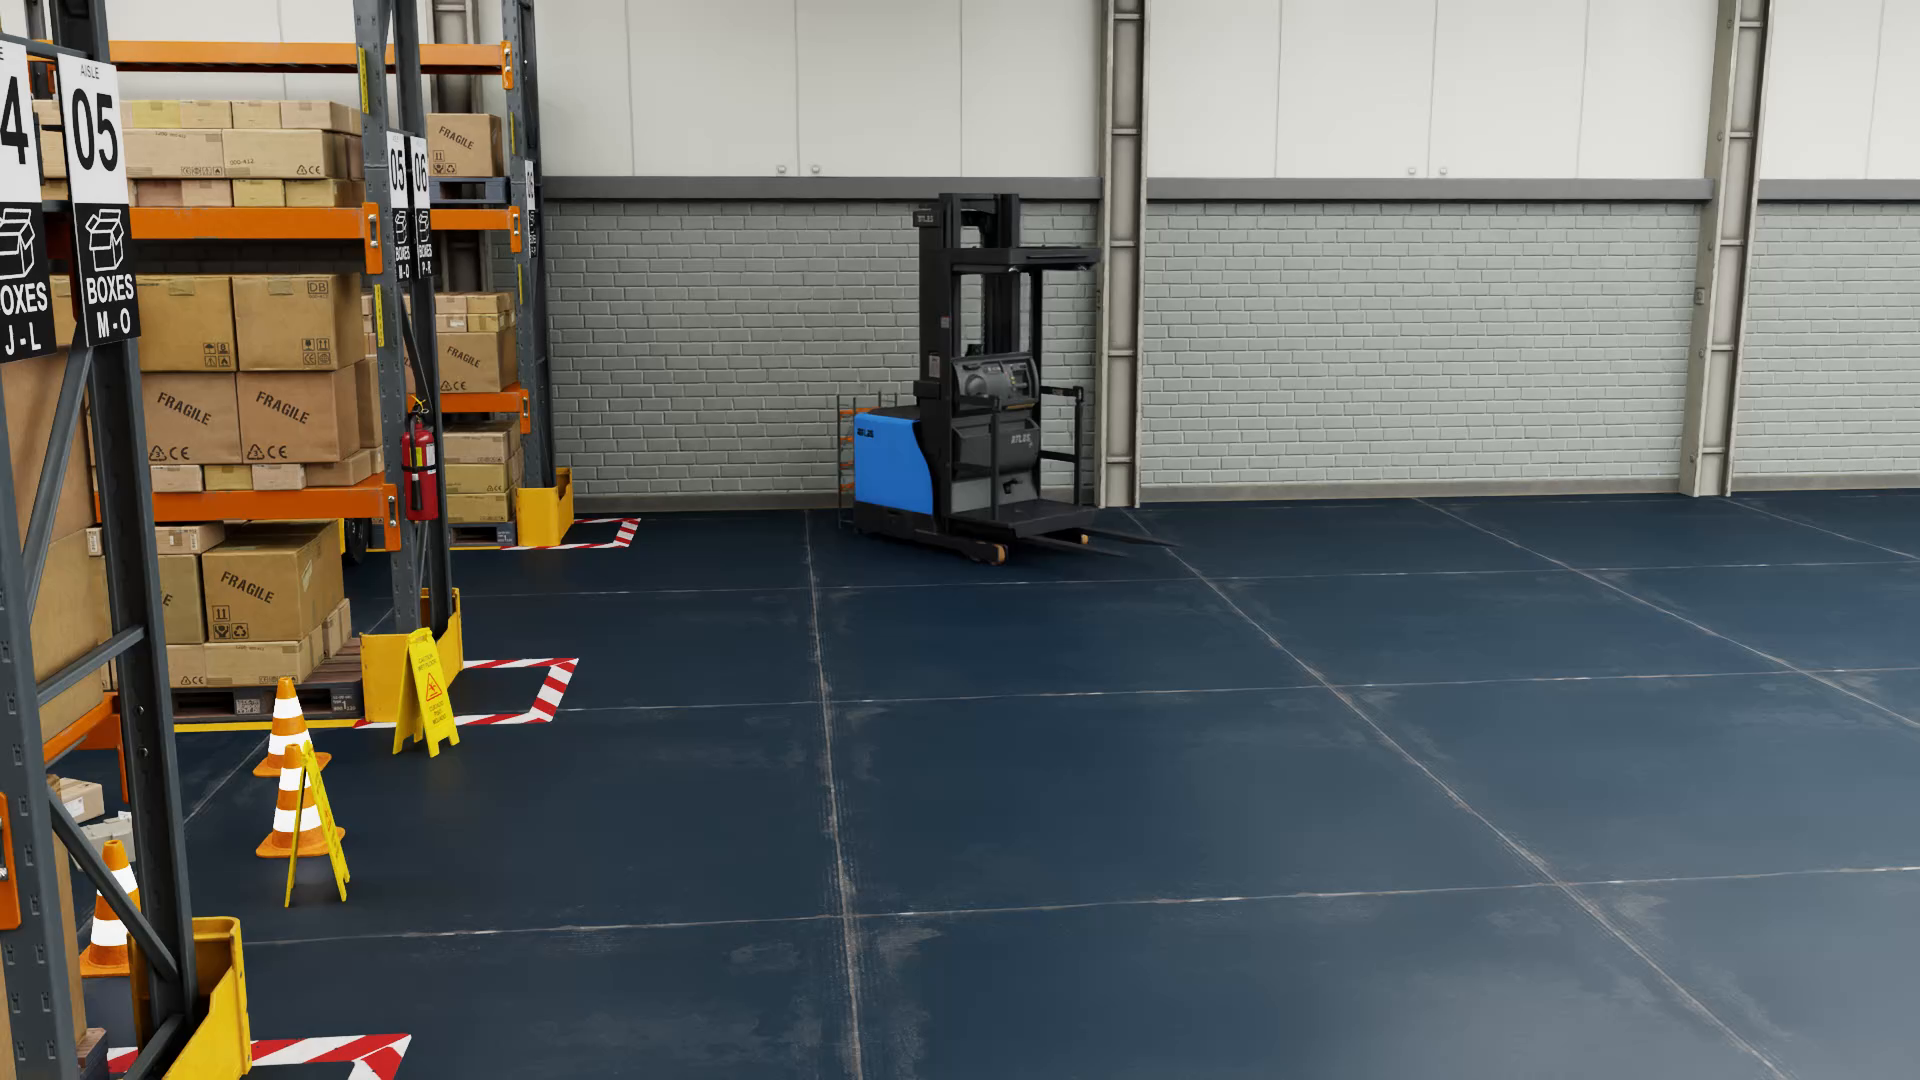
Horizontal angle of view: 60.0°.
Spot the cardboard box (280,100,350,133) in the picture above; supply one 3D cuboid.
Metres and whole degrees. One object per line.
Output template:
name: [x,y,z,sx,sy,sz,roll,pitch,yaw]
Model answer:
cardboard box: [-3.425,-2.250,8.846,0.250,0.149,0.380,-1,11,-6]

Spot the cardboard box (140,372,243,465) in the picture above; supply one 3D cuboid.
cardboard box: [-4.129,-0.695,9.098,0.500,0.500,0.500,-1,11,-6]

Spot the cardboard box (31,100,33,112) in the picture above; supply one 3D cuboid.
cardboard box: [-4.946,-2.212,8.650,0.250,0.149,0.380,-1,11,-5]

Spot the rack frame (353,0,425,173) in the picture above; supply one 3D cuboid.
rack frame: [-3.121,-3.518,8.933,0.127,3.000,1.000,-1,11,-6]

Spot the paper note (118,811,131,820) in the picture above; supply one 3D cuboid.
paper note: [-3.846,1.284,7.756,0.142,0.019,0.148,-5,12,-26]

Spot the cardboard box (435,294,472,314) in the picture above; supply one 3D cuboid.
cardboard box: [-4.236,-1.980,13.952,0.250,0.149,0.380,-1,11,-6]

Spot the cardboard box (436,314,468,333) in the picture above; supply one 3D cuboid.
cardboard box: [-4.226,-1.821,13.915,0.250,0.149,0.380,-1,11,-5]

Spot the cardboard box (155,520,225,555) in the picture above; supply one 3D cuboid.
cardboard box: [-4.247,-0.030,9.158,0.250,0.149,0.380,-1,11,-4]

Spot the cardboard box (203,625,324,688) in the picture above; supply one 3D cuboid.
cardboard box: [-3.920,0.638,9.386,0.500,0.250,0.500,-1,11,-6]

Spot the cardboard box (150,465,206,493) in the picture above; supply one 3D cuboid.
cardboard box: [-4.219,-0.363,9.089,0.250,0.149,0.380,-1,11,-5]

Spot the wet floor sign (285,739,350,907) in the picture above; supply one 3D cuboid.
wet floor sign: [-2.671,1.148,6.855,0.232,0.644,0.267,-3,12,-16]

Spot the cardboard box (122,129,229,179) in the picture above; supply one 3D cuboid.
cardboard box: [-4.103,-2.048,8.852,0.500,0.250,0.500,-1,11,-7]

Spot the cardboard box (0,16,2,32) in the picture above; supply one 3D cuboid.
cardboard box: [-2.994,-1.465,4.539,0.500,0.250,0.500,-1,11,-6]

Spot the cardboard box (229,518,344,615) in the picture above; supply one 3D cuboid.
cardboard box: [-3.976,0.166,9.845,0.500,0.500,0.500,-2,11,-8]

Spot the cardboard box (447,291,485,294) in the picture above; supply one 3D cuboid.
cardboard box: [-4.289,-2.080,14.458,0.250,0.149,0.380,-1,11,-4]

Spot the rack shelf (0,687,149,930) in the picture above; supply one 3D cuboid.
rack shelf: [-4.474,0.768,4.551,4.000,0.370,1.077,-1,11,-6]

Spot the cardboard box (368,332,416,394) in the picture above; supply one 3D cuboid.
cardboard box: [-4.639,-1.505,13.989,0.500,0.500,0.500,-1,11,-4]

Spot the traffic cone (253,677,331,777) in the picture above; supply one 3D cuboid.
traffic cone: [-3.409,0.927,8.452,0.334,0.463,0.336,-1,11,-6]

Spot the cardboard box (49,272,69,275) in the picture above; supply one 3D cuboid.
cardboard box: [-5.116,-1.184,8.991,0.500,0.500,0.700,-1,11,-6]

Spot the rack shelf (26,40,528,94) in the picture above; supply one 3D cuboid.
rack shelf: [-5.649,-3.879,13.670,4.000,0.370,1.077,-1,11,-6]

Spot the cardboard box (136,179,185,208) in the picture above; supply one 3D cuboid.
cardboard box: [-4.216,-1.858,8.921,0.250,0.149,0.380,-1,11,-6]

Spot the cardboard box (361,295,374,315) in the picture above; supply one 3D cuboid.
cardboard box: [-4.996,-1.952,13.808,0.250,0.149,0.380,-1,11,-5]

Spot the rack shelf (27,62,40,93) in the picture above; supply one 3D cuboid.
rack shelf: [-9.626,-3.795,13.247,4.000,0.370,1.077,-1,11,-6]

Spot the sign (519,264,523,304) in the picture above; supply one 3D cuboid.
sign: [-3.616,-2.106,13.688,0.005,0.325,0.100,-1,11,-6]

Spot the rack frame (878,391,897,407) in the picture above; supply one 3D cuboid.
rack frame: [-0.649,-0.740,15.020,0.015,1.200,0.240,-11,15,-43]

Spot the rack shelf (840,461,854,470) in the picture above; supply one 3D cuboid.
rack shelf: [-0.823,-0.641,14.866,0.480,0.148,0.258,-11,15,-43]

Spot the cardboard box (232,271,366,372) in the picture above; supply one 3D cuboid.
cardboard box: [-3.605,-1.207,9.110,0.500,0.500,0.700,-1,11,-7]

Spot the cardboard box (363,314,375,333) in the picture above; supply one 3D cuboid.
cardboard box: [-4.999,-1.810,13.857,0.250,0.149,0.380,-2,11,-8]

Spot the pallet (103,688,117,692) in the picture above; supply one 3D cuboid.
pallet: [-5.218,0.831,9.595,1.213,0.211,1.003,-1,11,-6]

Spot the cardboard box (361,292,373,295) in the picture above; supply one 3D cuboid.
cardboard box: [-5.049,-2.053,14.324,0.250,0.149,0.380,-1,11,-4]

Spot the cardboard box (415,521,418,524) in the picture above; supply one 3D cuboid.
cardboard box: [-4.589,-0.304,14.176,0.500,0.250,0.500,-1,11,-6]

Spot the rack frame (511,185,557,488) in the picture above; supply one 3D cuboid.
rack frame: [-3.661,-1.526,14.353,0.127,3.000,1.000,-1,11,-6]

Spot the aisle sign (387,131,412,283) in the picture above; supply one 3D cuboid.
aisle sign: [-3.028,-1.795,8.984,0.004,0.787,0.394,-1,11,-6]

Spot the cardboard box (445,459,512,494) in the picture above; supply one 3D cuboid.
cardboard box: [-4.111,-0.558,14.173,0.500,0.250,0.500,-1,11,-7]

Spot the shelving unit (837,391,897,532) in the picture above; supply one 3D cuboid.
shelving unit: [-0.823,-0.707,14.853,0.503,1.200,0.258,-11,15,-43]

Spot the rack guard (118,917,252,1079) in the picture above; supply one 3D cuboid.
rack guard: [-2.462,1.599,4.937,0.348,0.500,1.175,-1,11,-6]

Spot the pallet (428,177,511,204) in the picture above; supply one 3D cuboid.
pallet: [-4.367,-2.944,14.023,1.213,0.211,1.003,-1,11,-6]

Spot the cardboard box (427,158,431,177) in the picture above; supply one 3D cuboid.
cardboard box: [-4.452,-3.054,13.654,0.250,0.149,0.380,-2,11,-8]

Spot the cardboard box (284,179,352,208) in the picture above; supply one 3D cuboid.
cardboard box: [-3.446,-1.861,8.936,0.250,0.149,0.380,-1,11,-6]

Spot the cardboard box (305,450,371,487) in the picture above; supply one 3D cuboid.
cardboard box: [-3.470,-0.402,9.287,0.250,0.149,0.380,-1,11,-4]

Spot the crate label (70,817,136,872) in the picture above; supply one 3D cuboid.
crate label: [-3.726,1.321,7.293,0.298,0.136,0.250,-8,14,-35]

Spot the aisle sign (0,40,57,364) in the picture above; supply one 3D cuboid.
aisle sign: [-2.383,-0.846,4.158,0.004,0.787,0.394,-1,11,-6]

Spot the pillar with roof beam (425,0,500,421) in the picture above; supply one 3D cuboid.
pillar with roof beam: [-3.985,-3.802,10.380,0.400,9.000,9.100,-1,11,-6]

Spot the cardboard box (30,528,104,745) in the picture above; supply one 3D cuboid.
cardboard box: [-2.850,0.316,4.596,0.550,0.550,0.875,-1,11,-6]

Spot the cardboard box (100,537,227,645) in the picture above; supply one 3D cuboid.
cardboard box: [-4.408,0.279,9.266,0.500,0.500,0.500,-1,11,-4]

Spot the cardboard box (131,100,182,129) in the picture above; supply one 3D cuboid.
cardboard box: [-4.195,-2.248,8.834,0.250,0.149,0.380,-1,11,-6]

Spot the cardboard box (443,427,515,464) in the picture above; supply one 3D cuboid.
cardboard box: [-4.085,-0.804,14.128,0.500,0.250,0.500,-1,11,-4]

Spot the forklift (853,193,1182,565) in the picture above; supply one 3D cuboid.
forklift: [0.449,-1.348,13.628,1.130,2.935,3.031,-11,15,-43]
